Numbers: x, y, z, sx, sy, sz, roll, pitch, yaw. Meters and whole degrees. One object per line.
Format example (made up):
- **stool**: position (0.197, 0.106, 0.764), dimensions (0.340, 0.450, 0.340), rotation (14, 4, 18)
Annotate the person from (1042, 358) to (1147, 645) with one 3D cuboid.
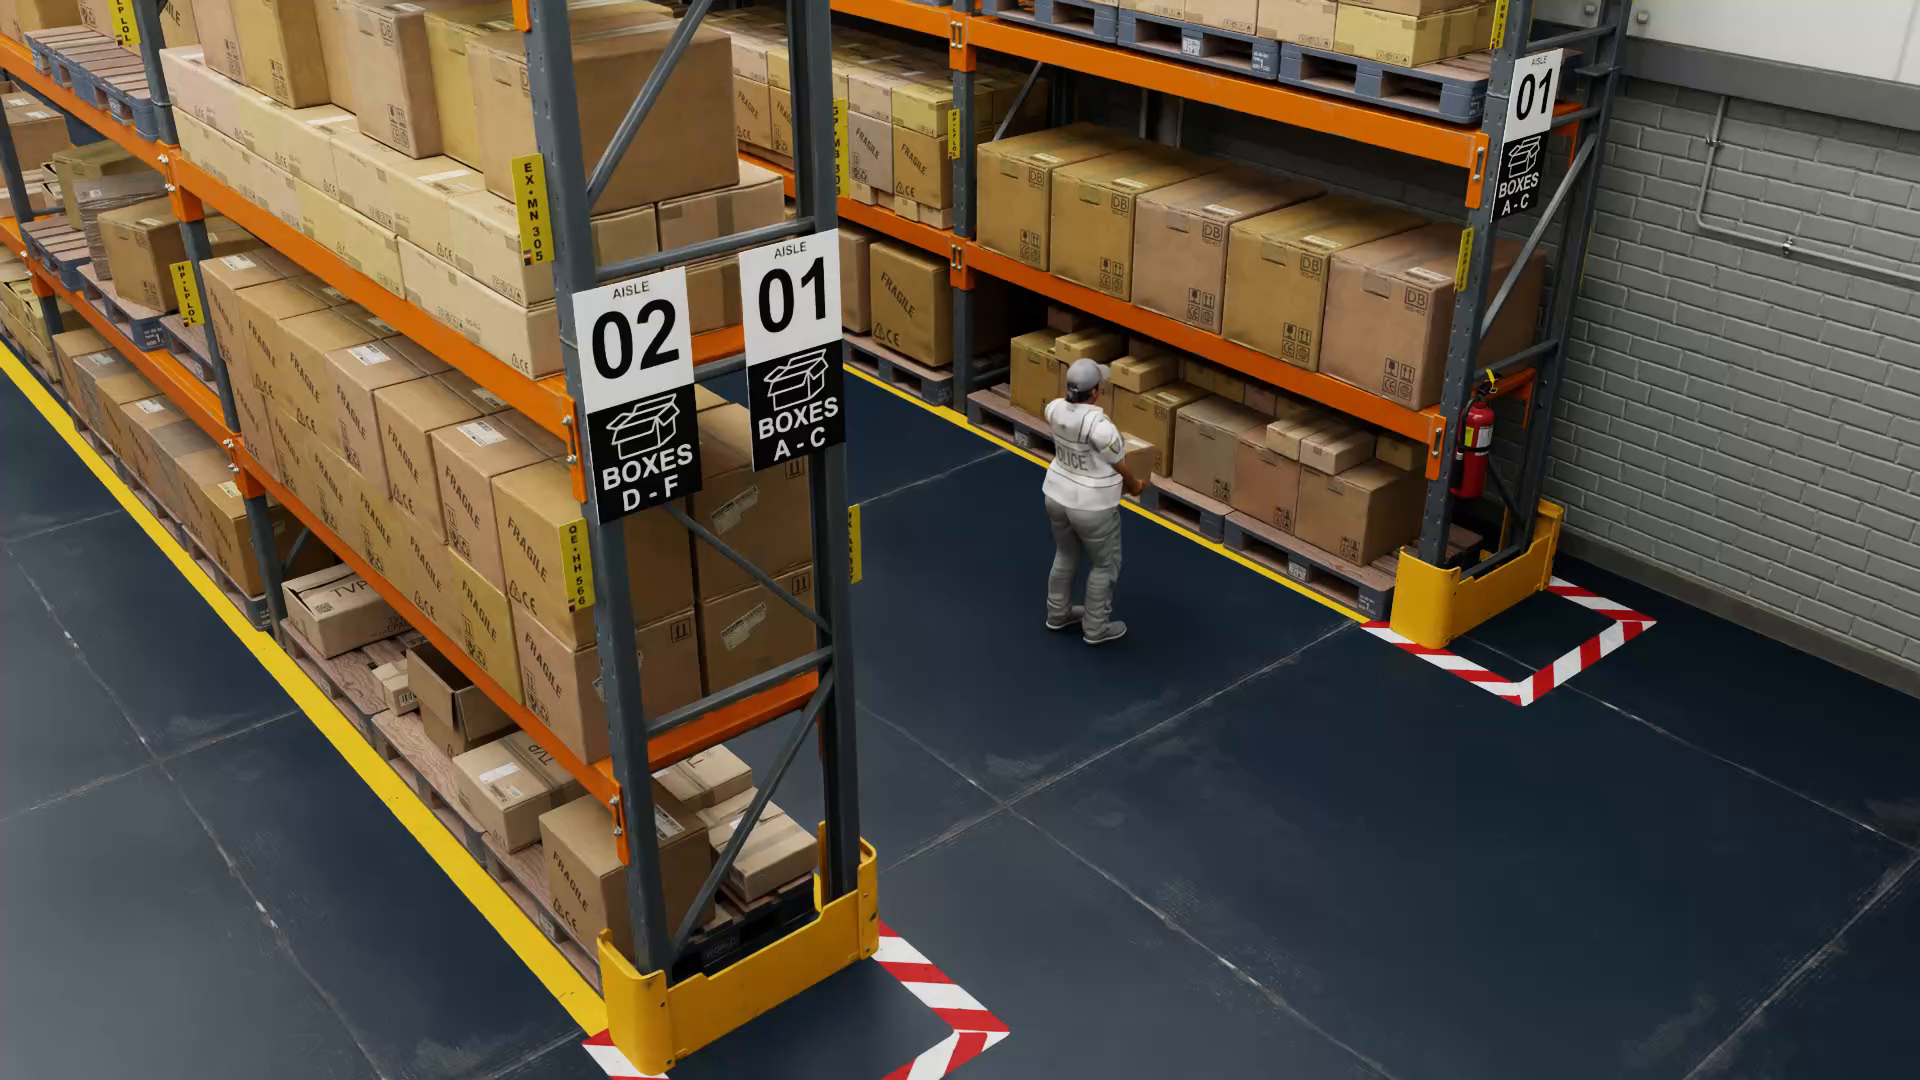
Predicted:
- **person**: position (0.723, -0.227, 9.051), dimensions (0.539, 1.662, 0.452), rotation (-22, 35, -35)
